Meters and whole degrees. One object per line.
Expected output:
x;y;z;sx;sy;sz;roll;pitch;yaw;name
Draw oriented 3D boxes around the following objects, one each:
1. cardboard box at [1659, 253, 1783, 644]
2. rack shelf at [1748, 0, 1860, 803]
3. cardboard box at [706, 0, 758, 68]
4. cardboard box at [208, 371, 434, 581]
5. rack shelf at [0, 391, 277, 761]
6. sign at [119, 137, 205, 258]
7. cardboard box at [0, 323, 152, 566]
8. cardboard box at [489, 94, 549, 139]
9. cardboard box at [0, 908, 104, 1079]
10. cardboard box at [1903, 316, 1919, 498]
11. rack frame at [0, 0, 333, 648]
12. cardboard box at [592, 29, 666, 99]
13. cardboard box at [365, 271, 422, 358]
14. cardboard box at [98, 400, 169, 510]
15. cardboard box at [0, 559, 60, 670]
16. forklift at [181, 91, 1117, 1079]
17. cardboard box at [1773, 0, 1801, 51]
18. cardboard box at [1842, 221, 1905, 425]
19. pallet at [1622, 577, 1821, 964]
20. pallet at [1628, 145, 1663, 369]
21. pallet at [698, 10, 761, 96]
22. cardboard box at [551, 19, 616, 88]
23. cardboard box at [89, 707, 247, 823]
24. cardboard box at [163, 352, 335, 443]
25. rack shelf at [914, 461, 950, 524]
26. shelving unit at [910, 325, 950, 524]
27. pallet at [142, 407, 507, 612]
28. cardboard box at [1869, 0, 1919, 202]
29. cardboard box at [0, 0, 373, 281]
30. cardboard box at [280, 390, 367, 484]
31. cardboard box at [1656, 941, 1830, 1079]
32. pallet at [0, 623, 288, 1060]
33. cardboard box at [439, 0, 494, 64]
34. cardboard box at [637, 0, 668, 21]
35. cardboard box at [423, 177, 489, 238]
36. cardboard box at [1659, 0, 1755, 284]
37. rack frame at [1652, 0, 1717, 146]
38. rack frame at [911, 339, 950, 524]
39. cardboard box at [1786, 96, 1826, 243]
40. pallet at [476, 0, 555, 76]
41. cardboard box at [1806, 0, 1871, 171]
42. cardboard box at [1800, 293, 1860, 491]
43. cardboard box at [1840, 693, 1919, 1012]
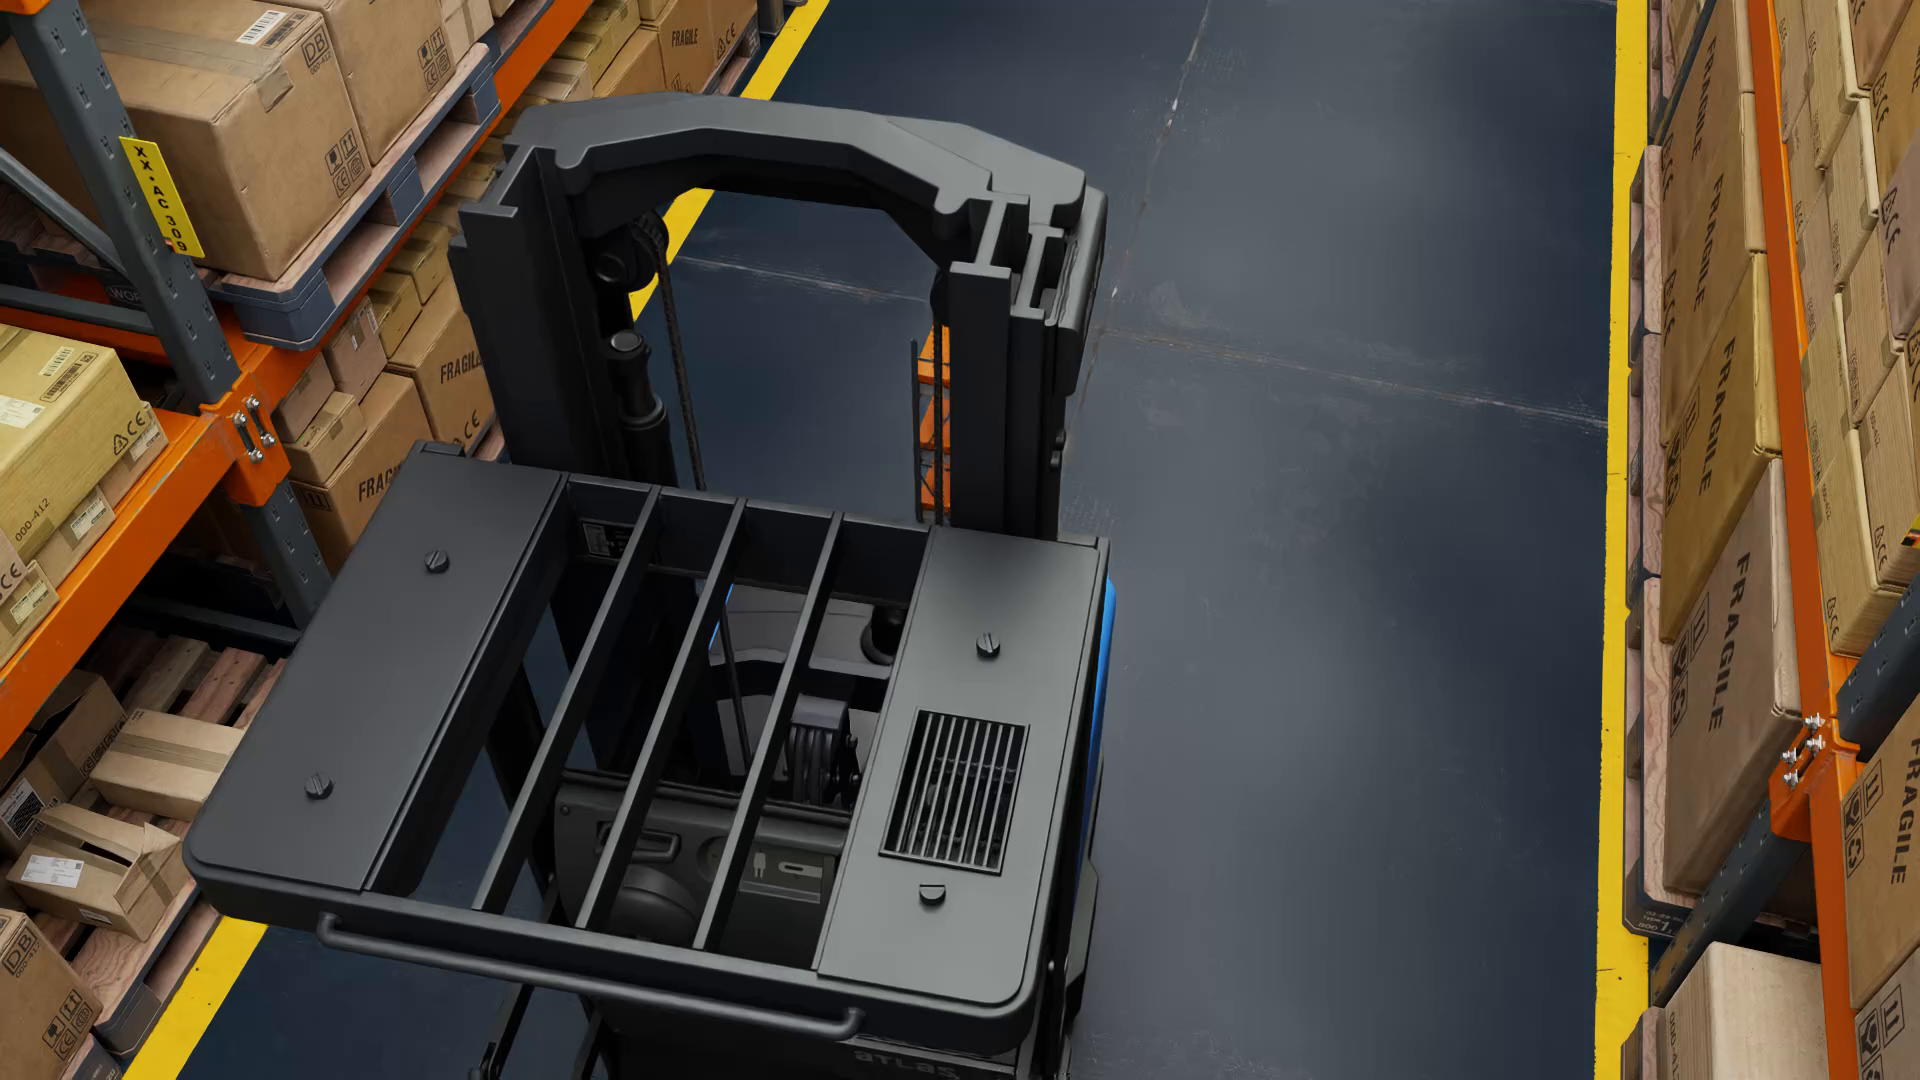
2.722;-0.188;5.052;0.875;0.875;0.875;13;50;11;cardboard box
2.932;-0.841;4.972;1.077;0.370;4.000;12;50;10;rack shelf
-1.235;-2.466;7.313;0.500;0.500;0.500;13;50;11;cardboard box
-2.040;-0.227;5.337;0.500;0.500;0.500;14;50;12;cardboard box
-2.911;1.075;3.280;1.077;0.370;4.000;12;50;10;rack shelf
-1.859;-0.794;3.873;0.100;0.325;0.005;12;50;10;sign
-2.283;-0.242;3.864;0.500;0.250;0.500;13;50;11;cardboard box
-1.707;-1.501;6.028;0.380;0.149;0.250;12;50;10;cardboard box
-2.649;1.187;4.089;0.700;0.500;0.500;10;49;9;cardboard box
2.281;-0.369;3.342;0.500;0.500;0.500;13;50;11;cardboard box
-2.384;-0.610;4.287;1.000;3.000;0.127;12;50;10;rack frame
-1.512;-1.727;6.661;0.500;0.500;0.500;14;50;12;cardboard box
-1.978;-0.746;5.363;0.380;0.149;0.250;9;49;8;cardboard box
-2.224;-0.246;4.134;0.380;0.149;0.250;12;50;11;cardboard box
-2.317;0.139;3.794;0.380;0.149;0.250;13;50;11;cardboard box
-0.368;0.825;3.067;1.130;2.935;3.031;8;49;7;forklift
2.969;-1.797;5.436;0.500;0.250;0.500;10;49;9;cardboard box
2.411;-0.478;3.938;0.500;0.250;0.500;13;50;11;cardboard box
2.536;0.717;4.976;1.003;0.211;1.213;12;50;10;pallet
3.178;-1.048;6.534;1.003;0.211;1.213;12;50;10;pallet
-1.564;-2.048;7.416;1.003;0.211;1.213;12;50;10;pallet
-1.549;-1.874;6.358;0.380;0.149;0.250;11;49;9;cardboard box
-2.247;0.656;4.792;0.380;0.149;0.250;10;49;9;cardboard box
-2.092;-0.453;4.906;0.380;0.149;0.250;11;49;9;cardboard box
-0.014;-0.118;5.539;0.215;0.259;0.240;12;50;10;rack shelf
-0.014;-0.309;5.322;0.215;1.050;0.252;12;50;10;shelving unit
-2.207;-0.283;5.859;1.003;0.211;1.213;12;50;10;pallet
2.562;-1.108;3.994;0.500;0.500;0.500;13;50;11;cardboard box
-2.041;-1.087;4.362;0.700;0.500;0.500;13;50;11;cardboard box
-2.033;-0.343;5.007;0.380;0.149;0.250;14;50;12;cardboard box
2.137;1.509;3.846;0.875;0.438;0.875;11;49;9;cardboard box
-2.566;0.810;4.895;1.003;0.211;1.213;12;50;10;pallet
-1.648;-1.633;5.000;0.396;0.266;0.258;14;50;12;cardboard box
-1.371;-2.237;6.678;0.380;0.149;0.250;10;49;9;cardboard box
-1.817;-1.121;5.693;0.380;0.149;0.250;11;50;10;cardboard box
3.196;-1.479;6.191;0.875;0.875;0.875;11;50;10;cardboard box
3.458;-2.526;5.979;1.000;3.000;0.127;12;50;10;rack frame
-0.046;-0.220;5.244;0.200;1.050;0.008;12;50;10;rack frame
2.698;-1.061;4.786;0.500;0.250;0.500;12;50;10;cardboard box
-1.839;-2.032;5.671;1.003;0.211;1.213;12;50;10;pallet
2.660;-1.228;4.600;0.500;0.250;0.500;12;50;11;cardboard box
2.415;-0.325;4.137;0.500;0.250;0.500;11;49;10;cardboard box
2.029;0.622;3.134;0.500;0.500;0.500;13;50;11;cardboard box
